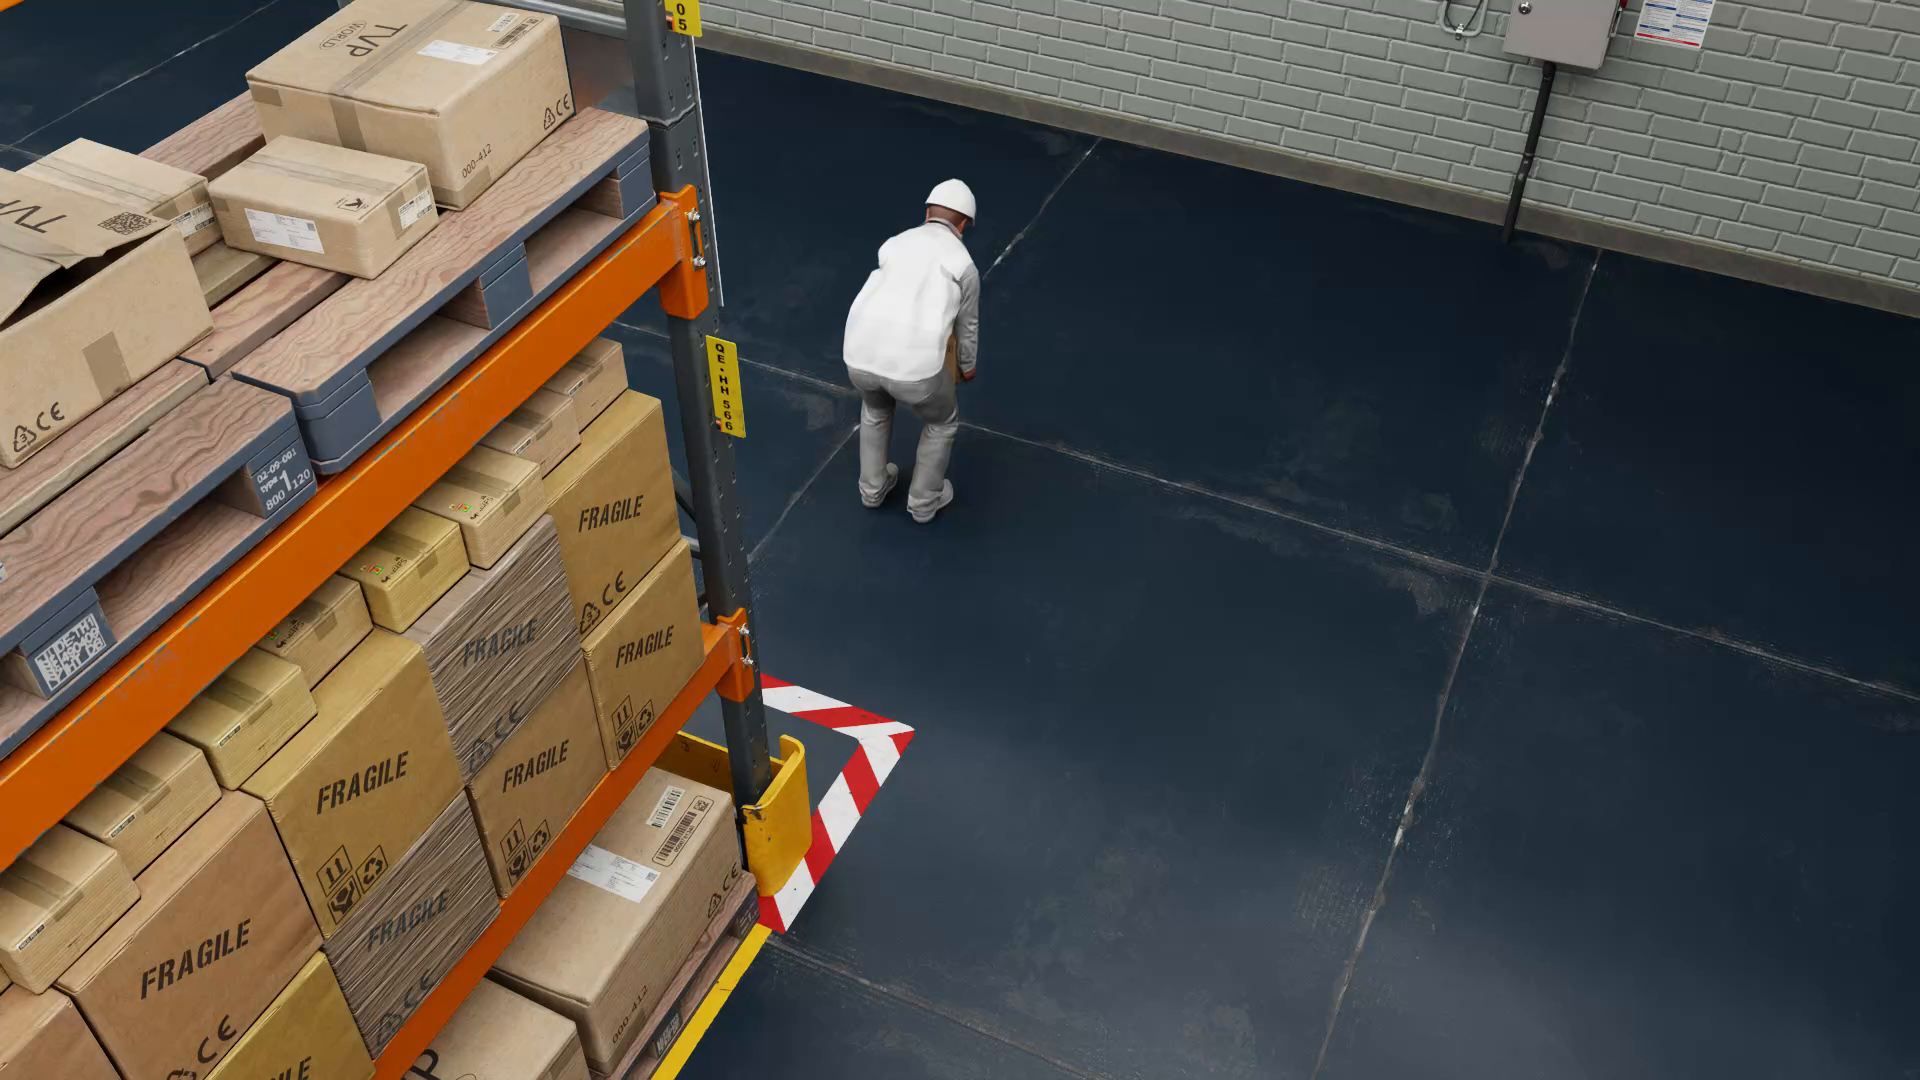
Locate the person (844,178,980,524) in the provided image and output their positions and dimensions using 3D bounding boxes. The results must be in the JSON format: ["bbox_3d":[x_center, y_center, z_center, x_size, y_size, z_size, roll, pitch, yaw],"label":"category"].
[{"bbox_3d":[-0.170,-0.824,7.383,0.471,1.351,0.936,16,44,17],"label":"person"}]
